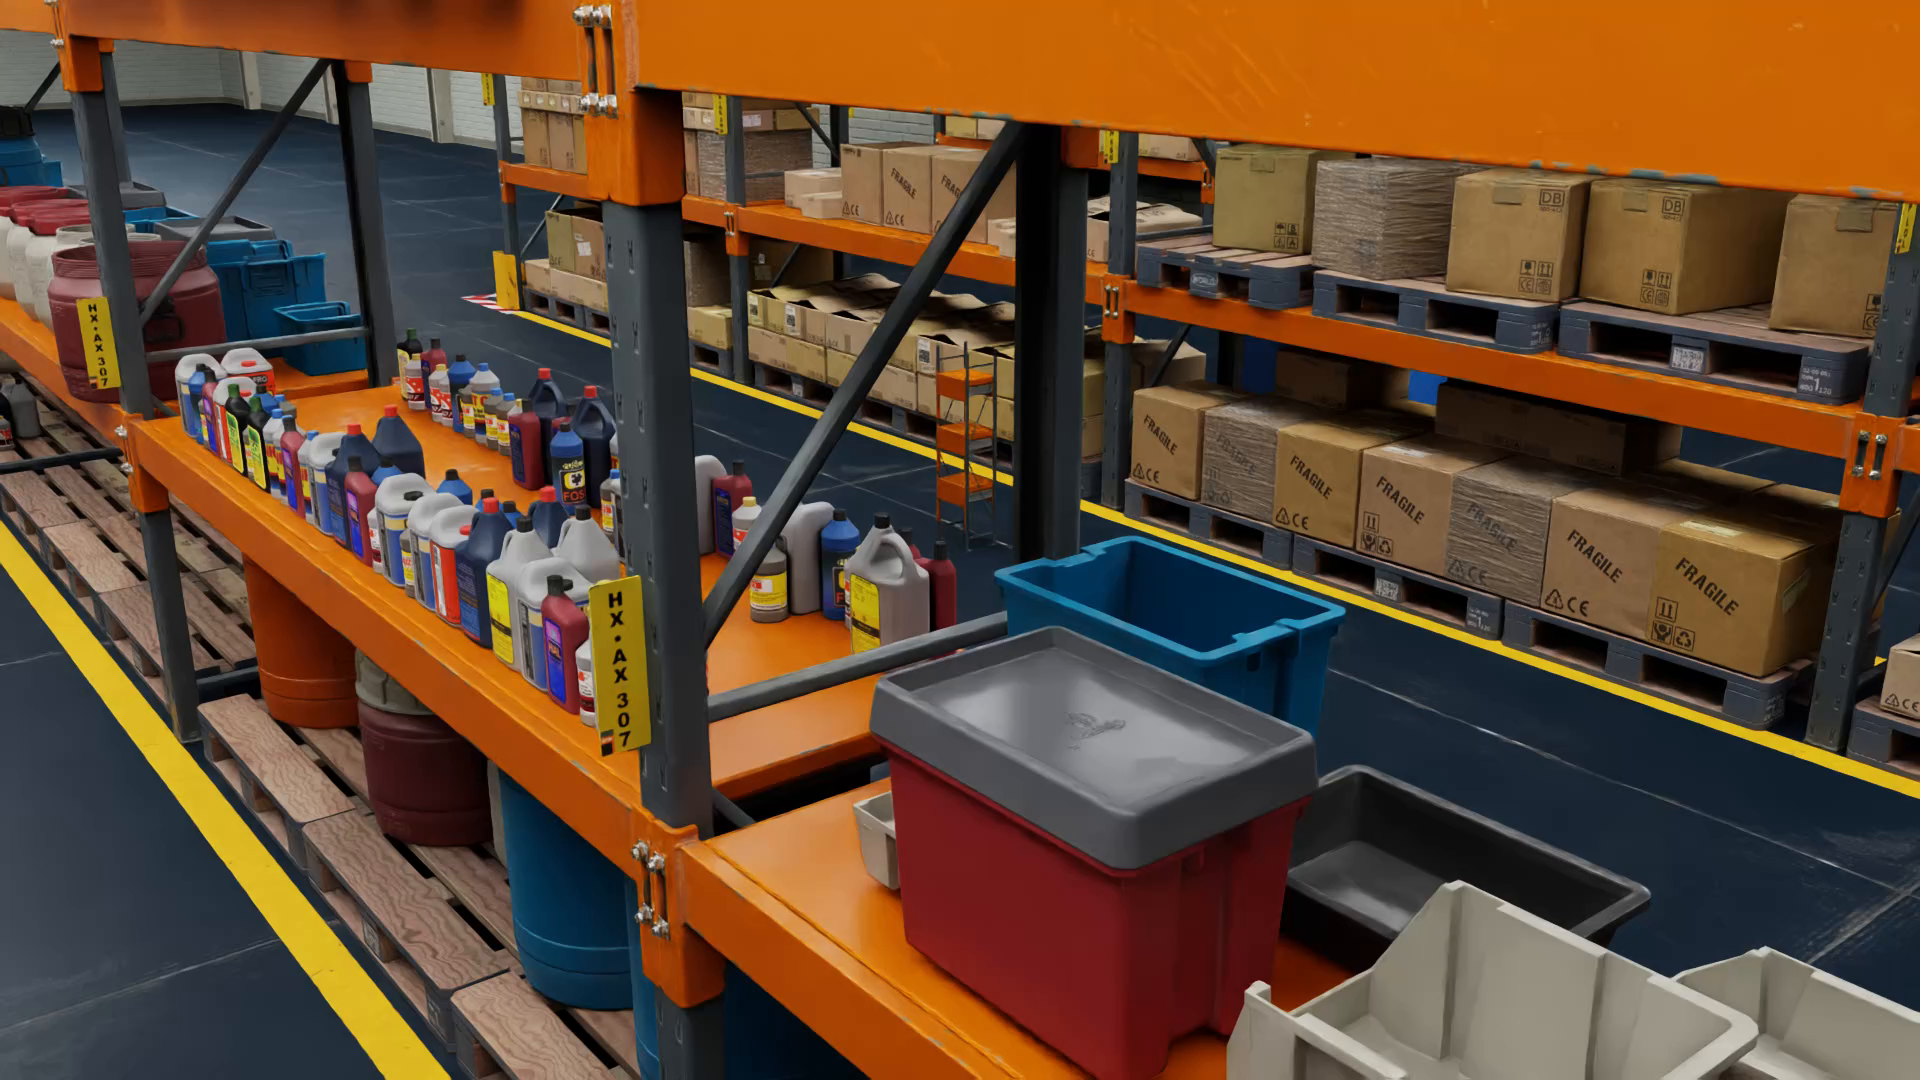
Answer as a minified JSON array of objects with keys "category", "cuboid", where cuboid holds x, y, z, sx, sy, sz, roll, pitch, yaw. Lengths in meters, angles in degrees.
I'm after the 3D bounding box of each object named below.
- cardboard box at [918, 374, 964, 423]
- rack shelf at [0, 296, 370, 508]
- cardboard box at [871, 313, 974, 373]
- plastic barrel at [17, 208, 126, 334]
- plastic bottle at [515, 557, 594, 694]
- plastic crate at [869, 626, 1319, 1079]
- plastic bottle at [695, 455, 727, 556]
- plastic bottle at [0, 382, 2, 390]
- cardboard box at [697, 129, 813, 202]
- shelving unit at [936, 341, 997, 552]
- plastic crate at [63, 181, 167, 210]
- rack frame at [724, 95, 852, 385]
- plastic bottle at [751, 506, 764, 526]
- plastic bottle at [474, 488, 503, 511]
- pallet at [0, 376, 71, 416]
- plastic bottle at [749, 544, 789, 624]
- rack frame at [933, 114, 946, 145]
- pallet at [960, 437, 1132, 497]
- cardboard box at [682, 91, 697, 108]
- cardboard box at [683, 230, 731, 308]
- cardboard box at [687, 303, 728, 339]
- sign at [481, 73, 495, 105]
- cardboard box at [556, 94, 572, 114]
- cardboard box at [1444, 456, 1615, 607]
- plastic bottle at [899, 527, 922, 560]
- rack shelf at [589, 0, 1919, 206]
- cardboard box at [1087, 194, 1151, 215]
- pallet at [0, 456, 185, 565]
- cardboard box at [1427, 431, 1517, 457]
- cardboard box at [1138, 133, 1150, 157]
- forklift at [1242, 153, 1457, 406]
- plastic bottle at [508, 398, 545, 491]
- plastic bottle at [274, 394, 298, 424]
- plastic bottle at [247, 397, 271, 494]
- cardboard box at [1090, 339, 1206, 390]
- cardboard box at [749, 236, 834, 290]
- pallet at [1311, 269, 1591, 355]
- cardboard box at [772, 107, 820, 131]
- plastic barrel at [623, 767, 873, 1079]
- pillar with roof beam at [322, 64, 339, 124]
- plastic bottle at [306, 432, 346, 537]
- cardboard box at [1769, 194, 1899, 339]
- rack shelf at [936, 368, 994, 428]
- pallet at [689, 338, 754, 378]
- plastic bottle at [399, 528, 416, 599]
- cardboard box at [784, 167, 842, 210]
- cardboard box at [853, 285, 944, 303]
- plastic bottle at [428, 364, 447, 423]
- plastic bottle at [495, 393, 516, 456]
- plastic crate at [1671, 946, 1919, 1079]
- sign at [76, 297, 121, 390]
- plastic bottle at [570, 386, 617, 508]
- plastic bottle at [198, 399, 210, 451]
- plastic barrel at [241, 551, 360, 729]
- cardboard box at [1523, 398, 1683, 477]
[{"category":"cardboard box","cuboid":[0.078,-0.928,10.598,0.500,0.250,0.500,-13,23,-35]},{"category":"rack shelf","cuboid":[-3.899,-0.886,7.911,1.077,0.370,4.000,-14,23,-36]},{"category":"cardboard box","cuboid":[-0.238,-1.318,10.884,0.500,0.311,0.500,-13,22,-35]},{"category":"plastic barrel","cuboid":[-3.994,-1.219,7.556,0.433,0.535,0.433,0,18,0]},{"category":"plastic bottle","cuboid":[-0.898,0.186,3.728,0.152,0.276,0.135,-14,23,-36]},{"category":"plastic crate","cuboid":[0.185,0.461,2.502,0.402,0.464,0.583,-14,23,-36]},{"category":"plastic bottle","cuboid":[-0.737,-0.107,4.611,0.152,0.276,0.135,-14,23,-36]},{"category":"plastic bottle","cuboid":[-6.021,-0.896,10.417,0.061,0.283,0.133,-14,23,-36]},{"category":"cardboard box","cuboid":[-1.536,-2.842,12.514,0.700,0.500,0.500,-15,23,-38]},{"category":"shelving unit","cuboid":[0.033,-0.485,8.658,0.215,1.050,0.252,-14,23,-36]},{"category":"plastic crate","cuboid":[-4.600,-1.691,9.097,0.402,0.464,0.583,-14,23,-36]},{"category":"rack frame","cuboid":[-1.255,-2.686,12.204,1.000,3.000,0.127,-14,23,-36]},{"category":"plastic bottle","cuboid":[-0.500,0.009,4.381,0.097,0.201,0.097,0,18,0]},{"category":"plastic bottle","cuboid":[-1.209,0.001,4.291,0.097,0.271,0.097,0,18,0]},{"category":"pallet","cuboid":[-6.286,-0.871,11.158,1.003,0.211,1.213,-14,23,-36]},{"category":"plastic bottle","cuboid":[-0.475,0.095,4.119,0.097,0.201,0.097,0,18,0]},{"category":"rack frame","cuboid":[0.142,-4.640,18.103,1.000,3.000,0.127,-14,23,-36]},{"category":"pallet","cuboid":[0.748,-0.587,10.301,1.003,0.211,1.213,-14,23,-36]},{"category":"cardboard box","cuboid":[-1.850,-3.582,12.686,0.700,0.500,0.500,-14,23,-36]},{"category":"cardboard box","cuboid":[-2.016,-2.134,13.047,0.500,0.500,0.500,-14,23,-36]},{"category":"cardboard box","cuboid":[-2.017,-1.777,13.164,0.500,0.250,0.500,-14,23,-36]},{"category":"sign","cuboid":[-4.177,-4.014,14.709,0.100,0.325,0.005,-14,23,-36]},{"category":"cardboard box","cuboid":[-3.189,-3.700,14.073,0.380,0.149,0.250,-14,23,-37]},{"category":"cardboard box","cuboid":[2.570,-0.050,7.519,0.500,0.500,0.500,-14,23,-35]},{"category":"plastic bottle","cuboid":[-0.149,0.100,3.975,0.061,0.283,0.133,-14,23,-36]},{"category":"rack shelf","cuboid":[1.069,-0.339,1.487,1.077,0.370,4.000,-14,23,-36]},{"category":"cardboard box","cuboid":[0.825,-1.917,10.021,0.500,0.311,0.500,-14,23,-37]},{"category":"pallet","cuboid":[-4.622,-0.211,9.164,1.003,0.211,1.213,-14,23,-36]},{"category":"cardboard box","cuboid":[2.645,-0.283,8.221,0.500,0.500,0.500,-15,24,-38]},{"category":"cardboard box","cuboid":[1.791,-3.774,15.696,0.500,0.250,0.500,-14,23,-36]},{"category":"forklift","cuboid":[3.096,-2.181,10.786,3.031,2.935,1.130,-14,23,-37]},{"category":"plastic bottle","cuboid":[-1.360,-0.308,5.206,0.061,0.283,0.133,-14,23,-36]},{"category":"plastic bottle","cuboid":[-2.268,-0.386,5.572,0.097,0.201,0.097,0,18,0]},{"category":"plastic bottle","cuboid":[-2.163,-0.297,5.173,0.061,0.283,0.133,-14,23,-36]},{"category":"cardboard box","cuboid":[1.134,-1.047,10.068,0.500,0.311,0.500,-13,22,-34]},{"category":"cardboard box","cuboid":[-1.298,-2.112,12.981,0.500,0.500,0.500,-14,23,-36]},{"category":"pallet","cuboid":[2.440,-1.131,7.813,1.003,0.211,1.213,-14,23,-36]},{"category":"cardboard box","cuboid":[-1.270,-3.146,12.400,0.380,0.149,0.250,-14,23,-36]},{"category":"plastic barrel","cuboid":[-0.498,0.910,4.012,0.600,0.901,0.708,-14,23,-36]},{"category":"pillar with roof beam","cuboid":[-17.021,-12.558,32.471,9.100,9.000,0.400,-14,23,-36]},{"category":"plastic bottle","cuboid":[-1.780,-0.165,4.785,0.152,0.276,0.135,-14,23,-36]},{"category":"cardboard box","cuboid":[3.593,-1.122,6.653,0.500,0.500,0.700,11,21,30]},{"category":"rack shelf","cuboid":[0.033,-0.745,8.572,0.215,0.259,0.240,-14,23,-36]},{"category":"pallet","cuboid":[-1.716,-1.567,13.258,1.003,0.211,1.213,-14,23,-36]},{"category":"plastic bottle","cuboid":[-1.388,0.040,4.285,0.097,0.201,0.097,0,18,0]},{"category":"cardboard box","cuboid":[-0.915,-2.502,11.886,0.500,0.250,0.500,-12,22,-33]},{"category":"cardboard box","cuboid":[-0.451,-1.676,11.966,0.500,0.311,0.500,-13,22,-35]},{"category":"plastic bottle","cuboid":[-1.871,-0.535,6.023,0.097,0.201,0.097,0,18,0]},{"category":"plastic bottle","cuboid":[-1.508,-0.391,5.589,0.097,0.201,0.097,0,18,0]},{"category":"plastic crate","cuboid":[1.144,0.718,2.247,0.293,0.136,0.466,-14,23,-36]},{"category":"sign","cuboid":[-3.084,-0.703,5.955,0.100,0.325,0.005,-14,23,-36]},{"category":"plastic bottle","cuboid":[-1.098,-0.288,5.038,0.144,0.351,0.185,-14,23,-36]},{"category":"plastic bottle","cuboid":[-2.530,-0.413,5.654,0.097,0.201,0.097,0,18,0]},{"category":"plastic barrel","cuboid":[-2.340,0.213,6.231,0.600,0.830,0.708,-14,23,-36]},{"category":"cardboard box","cuboid":[2.982,-0.506,7.704,0.500,0.250,0.500,-14,23,-36]}]
